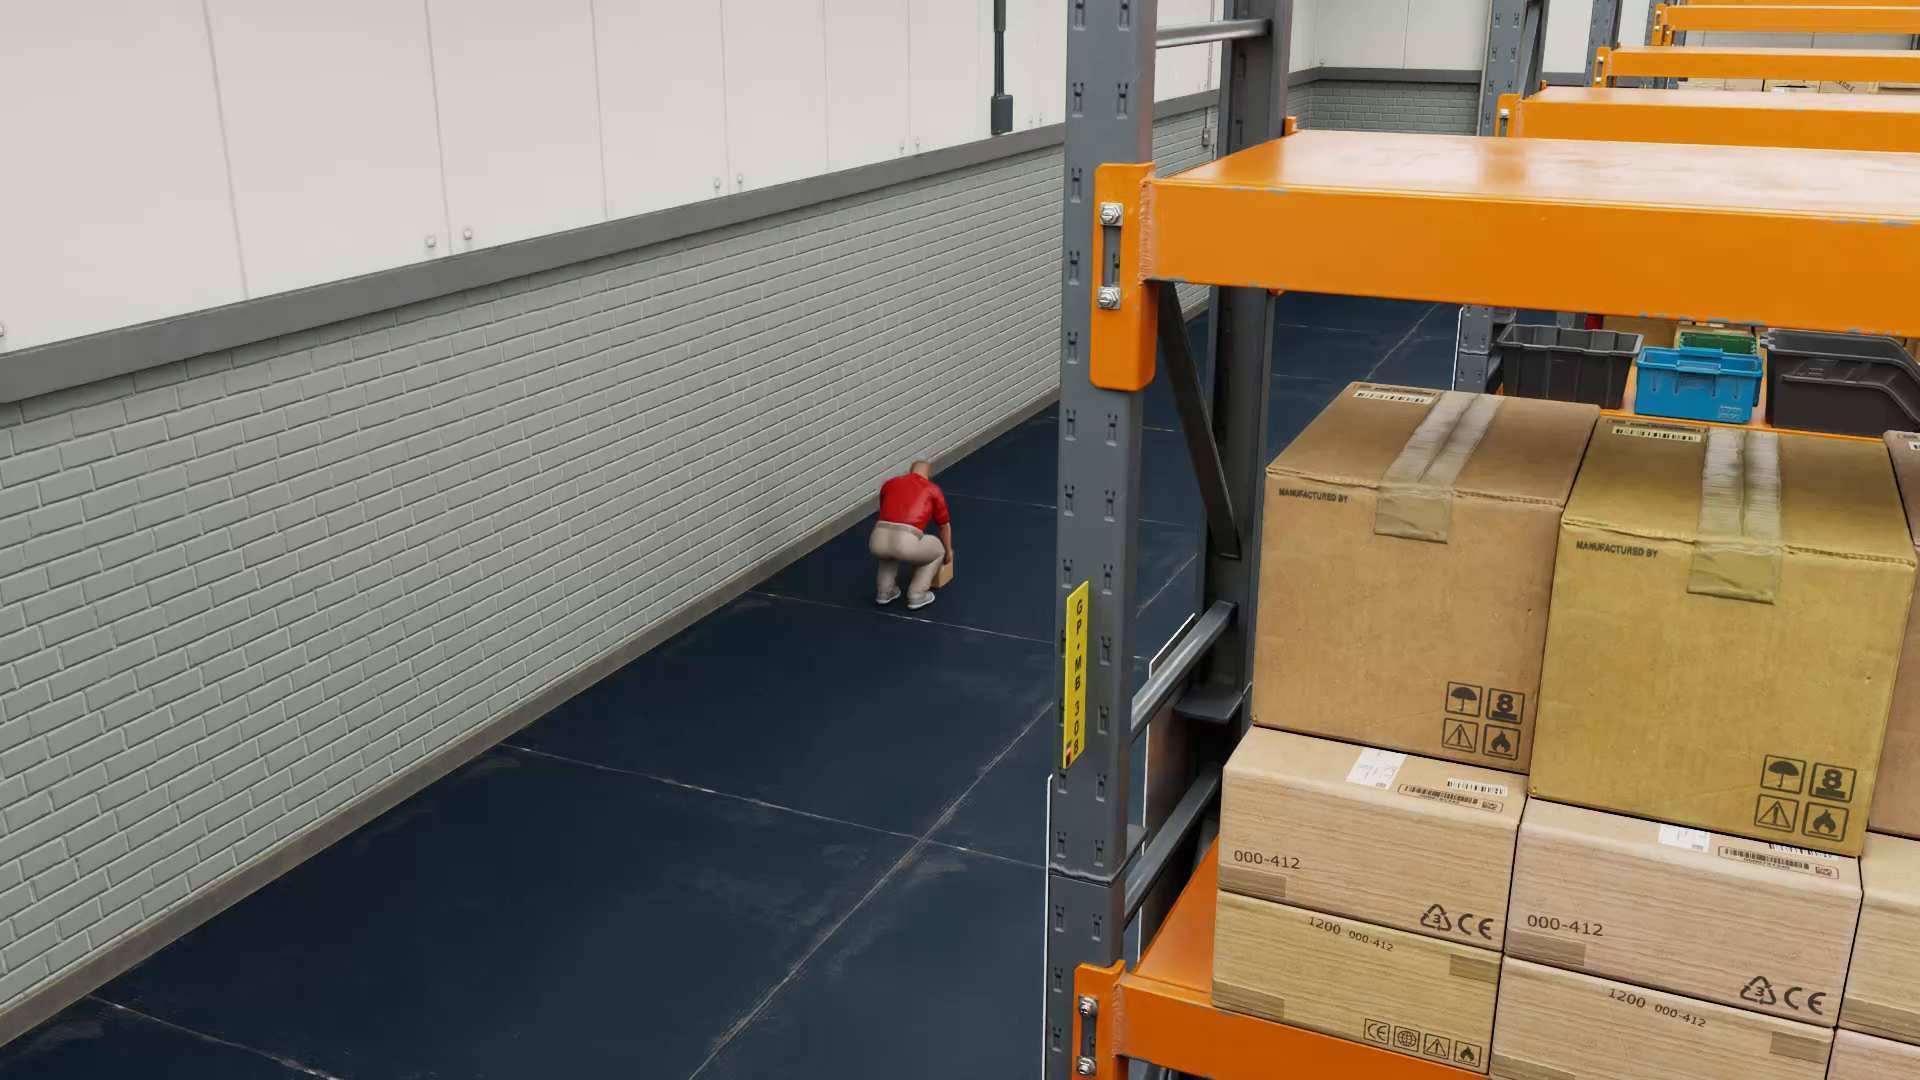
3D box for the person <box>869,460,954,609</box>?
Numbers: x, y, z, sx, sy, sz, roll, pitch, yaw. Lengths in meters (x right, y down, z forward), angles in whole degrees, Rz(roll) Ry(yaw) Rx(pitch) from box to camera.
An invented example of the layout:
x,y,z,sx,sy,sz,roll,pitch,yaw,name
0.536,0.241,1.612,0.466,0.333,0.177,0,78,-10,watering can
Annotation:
x,y,z,sx,sy,sz,roll,pitch,yaw,name
-0.409,-0.039,12.817,0.569,1.012,0.867,8,21,23,person
